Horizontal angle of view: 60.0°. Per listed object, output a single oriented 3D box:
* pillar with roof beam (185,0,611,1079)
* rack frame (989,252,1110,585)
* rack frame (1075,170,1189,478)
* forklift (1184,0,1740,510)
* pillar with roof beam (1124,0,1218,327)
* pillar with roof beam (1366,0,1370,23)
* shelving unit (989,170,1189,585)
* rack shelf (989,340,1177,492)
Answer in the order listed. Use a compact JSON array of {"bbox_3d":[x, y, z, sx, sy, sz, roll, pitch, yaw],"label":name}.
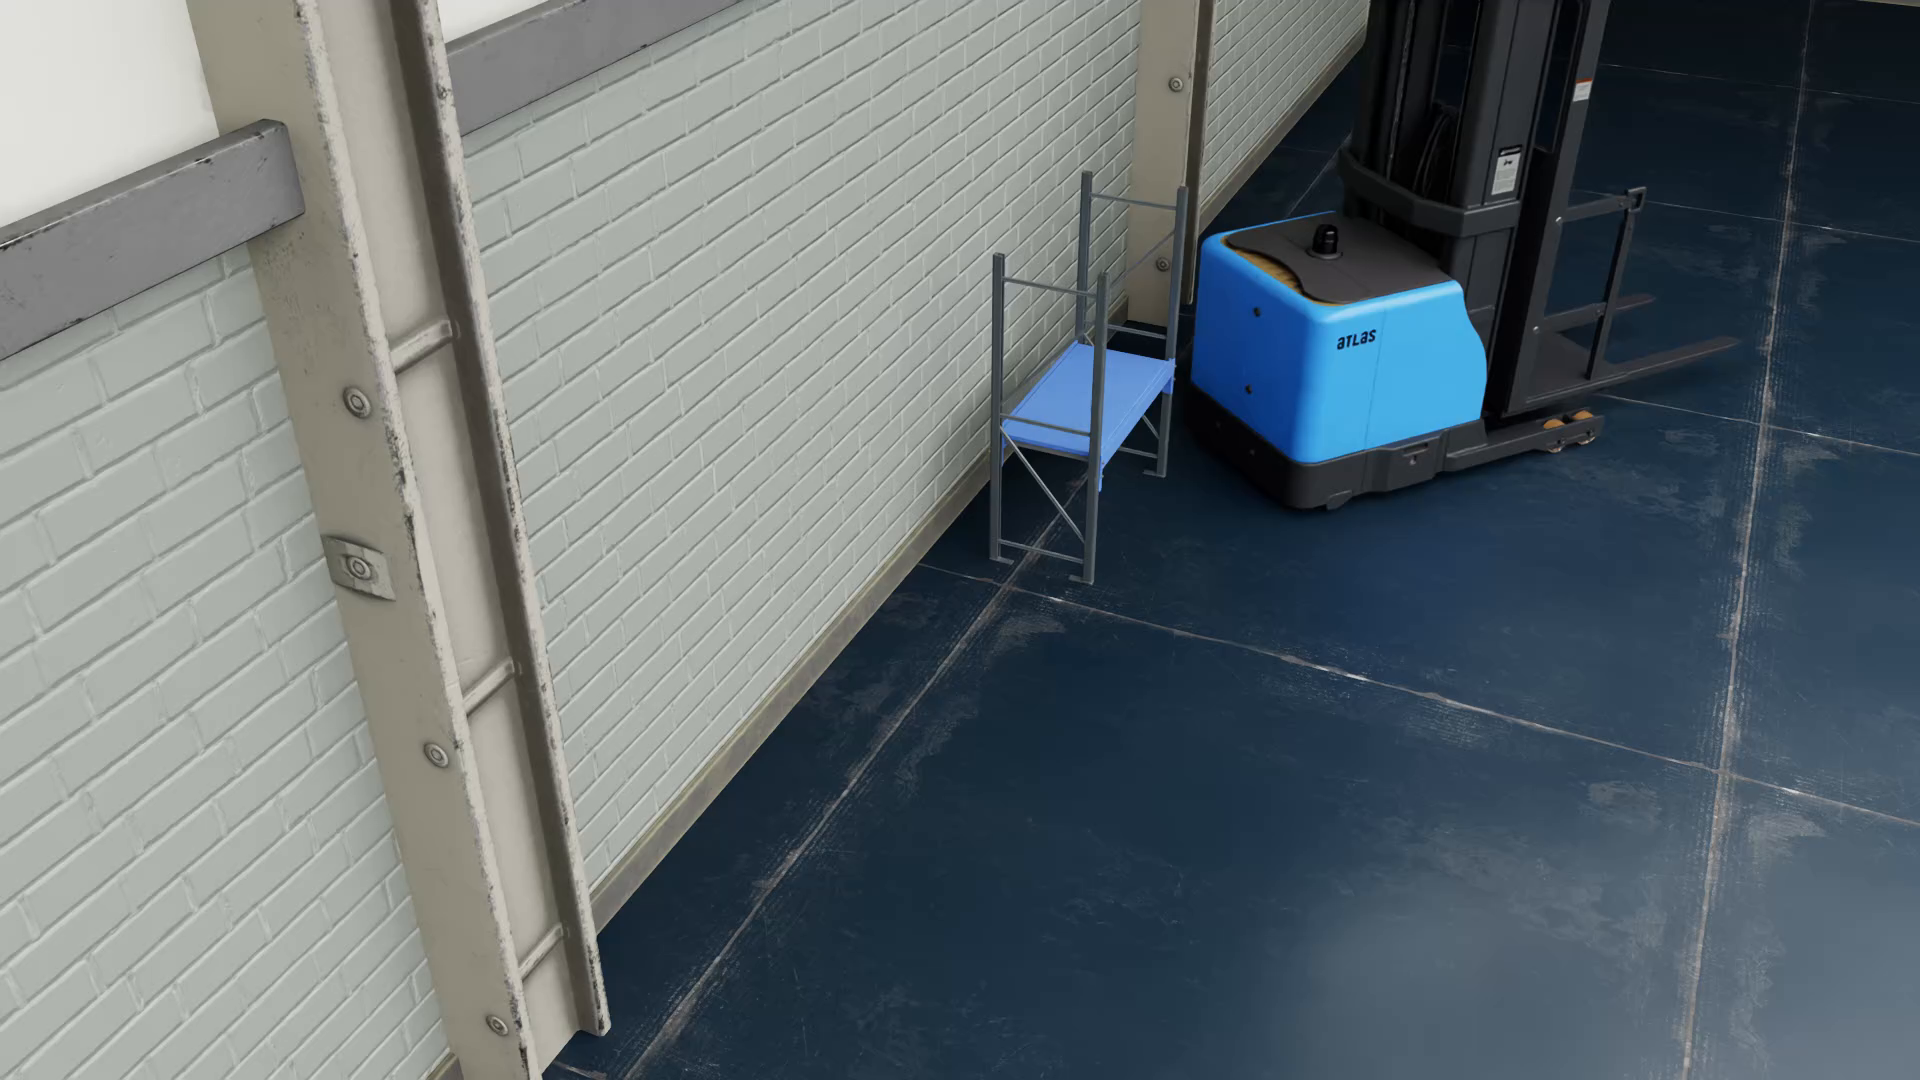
[{"bbox_3d":[2.567,-1.149,1.295,9.100,9.000,0.400,14,36,20],"label":"pillar with roof beam"},{"bbox_3d":[0.367,-0.488,7.127,0.500,1.500,0.032,14,36,20],"label":"rack frame"},{"bbox_3d":[0.787,-0.996,7.901,0.500,1.500,0.032,14,36,20],"label":"rack frame"},{"bbox_3d":[2.709,-1.914,7.995,3.031,2.935,1.130,-15,36,-21],"label":"forklift"},{"bbox_3d":[5.077,-4.137,5.853,9.100,9.000,0.400,14,36,20],"label":"pillar with roof beam"},{"bbox_3d":[7.587,-7.125,10.410,9.100,9.000,0.400,14,36,20],"label":"pillar with roof beam"},{"bbox_3d":[0.577,-0.742,7.514,0.538,1.500,1.048,14,36,20],"label":"shelving unit"},{"bbox_3d":[0.577,-0.592,7.613,0.538,0.185,1.000,14,36,20],"label":"rack shelf"}]
